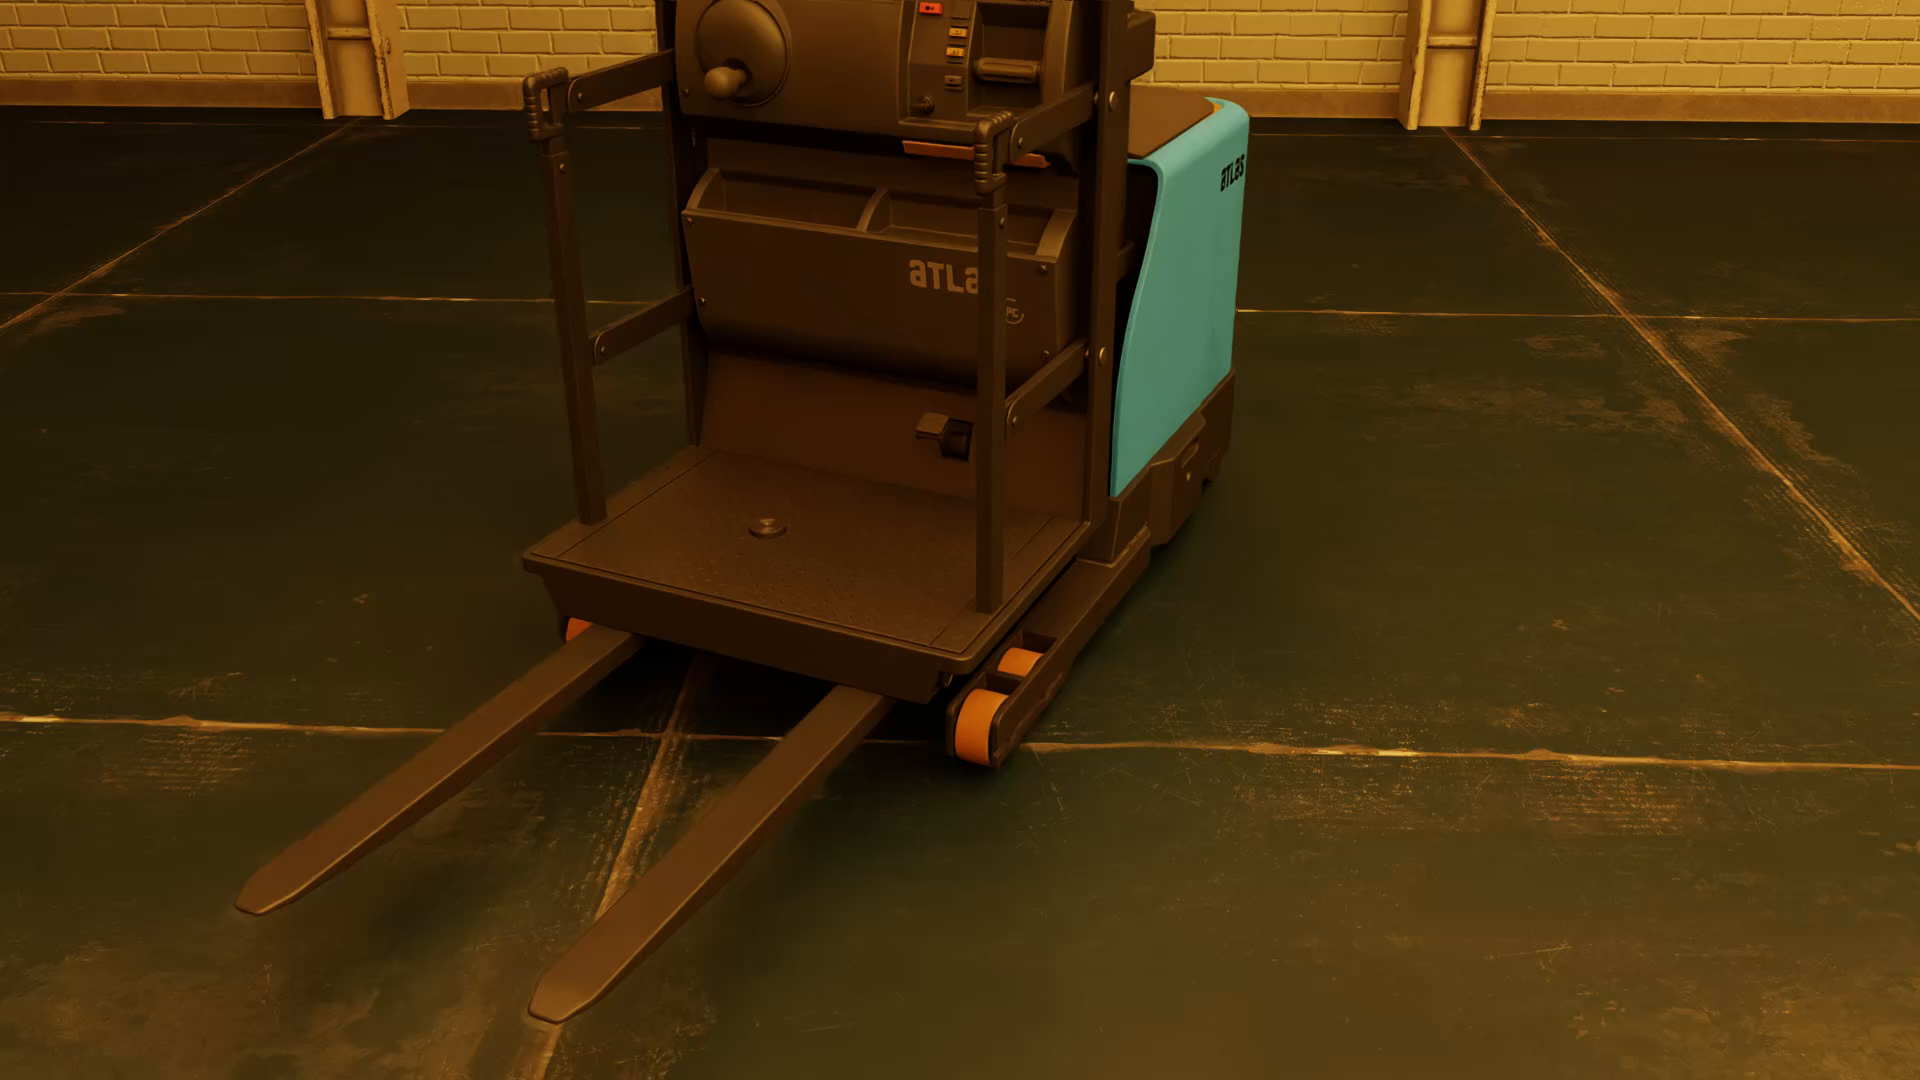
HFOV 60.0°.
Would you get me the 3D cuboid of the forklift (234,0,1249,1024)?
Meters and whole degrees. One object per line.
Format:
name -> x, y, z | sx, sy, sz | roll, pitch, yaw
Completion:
forklift -> -0.278, -1.050, 3.336 | 1.130, 2.935, 3.031 | 12, 29, 22
